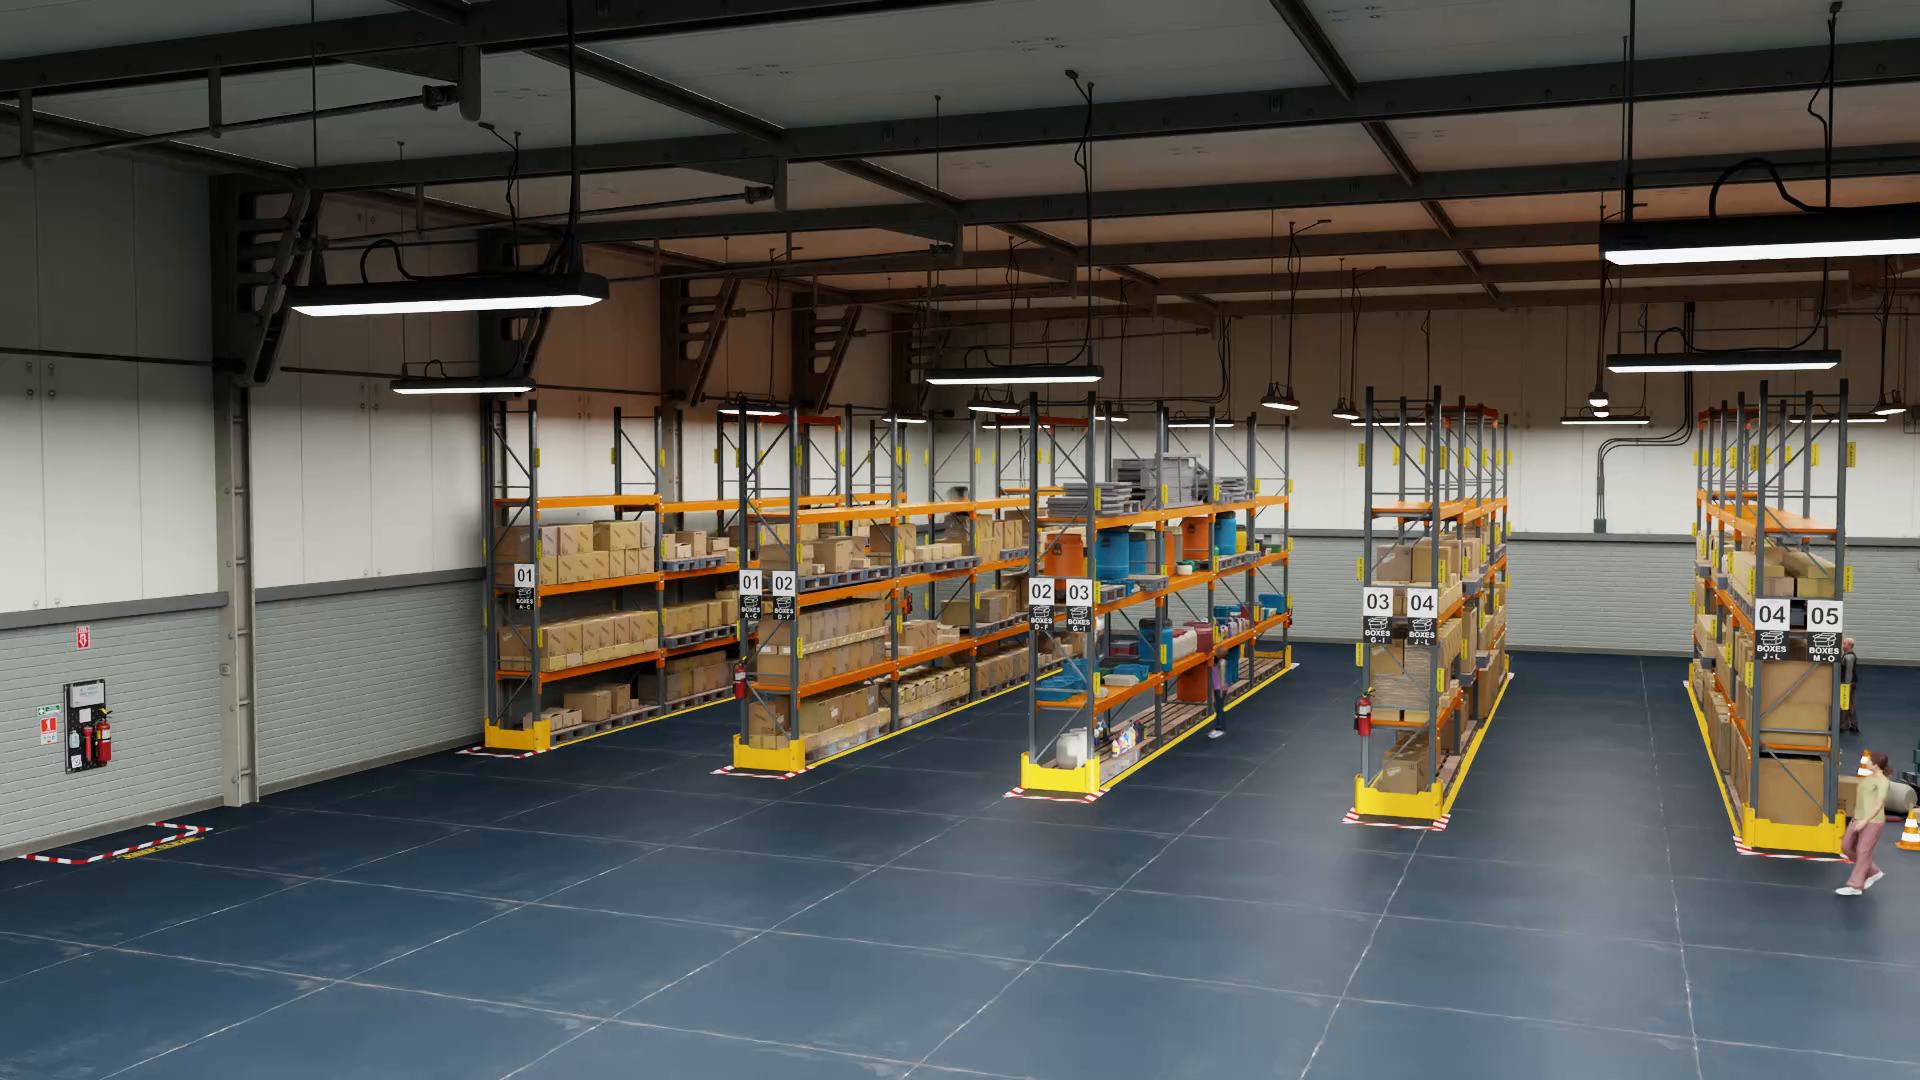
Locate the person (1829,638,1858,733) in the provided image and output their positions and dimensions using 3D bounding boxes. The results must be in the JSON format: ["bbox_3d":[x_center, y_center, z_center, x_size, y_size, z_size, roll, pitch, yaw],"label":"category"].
[{"bbox_3d":[16.212,2.648,30.428,0.563,1.724,0.417,-2,4,-39],"label":"person"}]

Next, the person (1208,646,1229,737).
[{"bbox_3d":[4.648,2.724,29.960,0.398,1.607,0.528,0,3,0],"label":"person"}]

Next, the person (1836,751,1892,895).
[{"bbox_3d":[10.319,3.228,19.013,0.610,1.654,0.505,0,3,-7],"label":"person"}]

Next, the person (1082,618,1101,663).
[{"bbox_3d":[2.986,2.317,37.766,0.453,1.630,0.951,1,3,15],"label":"person"}]

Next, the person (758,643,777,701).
[{"bbox_3d":[-3.660,2.534,32.025,0.402,1.770,0.601,2,3,34],"label":"person"}]
